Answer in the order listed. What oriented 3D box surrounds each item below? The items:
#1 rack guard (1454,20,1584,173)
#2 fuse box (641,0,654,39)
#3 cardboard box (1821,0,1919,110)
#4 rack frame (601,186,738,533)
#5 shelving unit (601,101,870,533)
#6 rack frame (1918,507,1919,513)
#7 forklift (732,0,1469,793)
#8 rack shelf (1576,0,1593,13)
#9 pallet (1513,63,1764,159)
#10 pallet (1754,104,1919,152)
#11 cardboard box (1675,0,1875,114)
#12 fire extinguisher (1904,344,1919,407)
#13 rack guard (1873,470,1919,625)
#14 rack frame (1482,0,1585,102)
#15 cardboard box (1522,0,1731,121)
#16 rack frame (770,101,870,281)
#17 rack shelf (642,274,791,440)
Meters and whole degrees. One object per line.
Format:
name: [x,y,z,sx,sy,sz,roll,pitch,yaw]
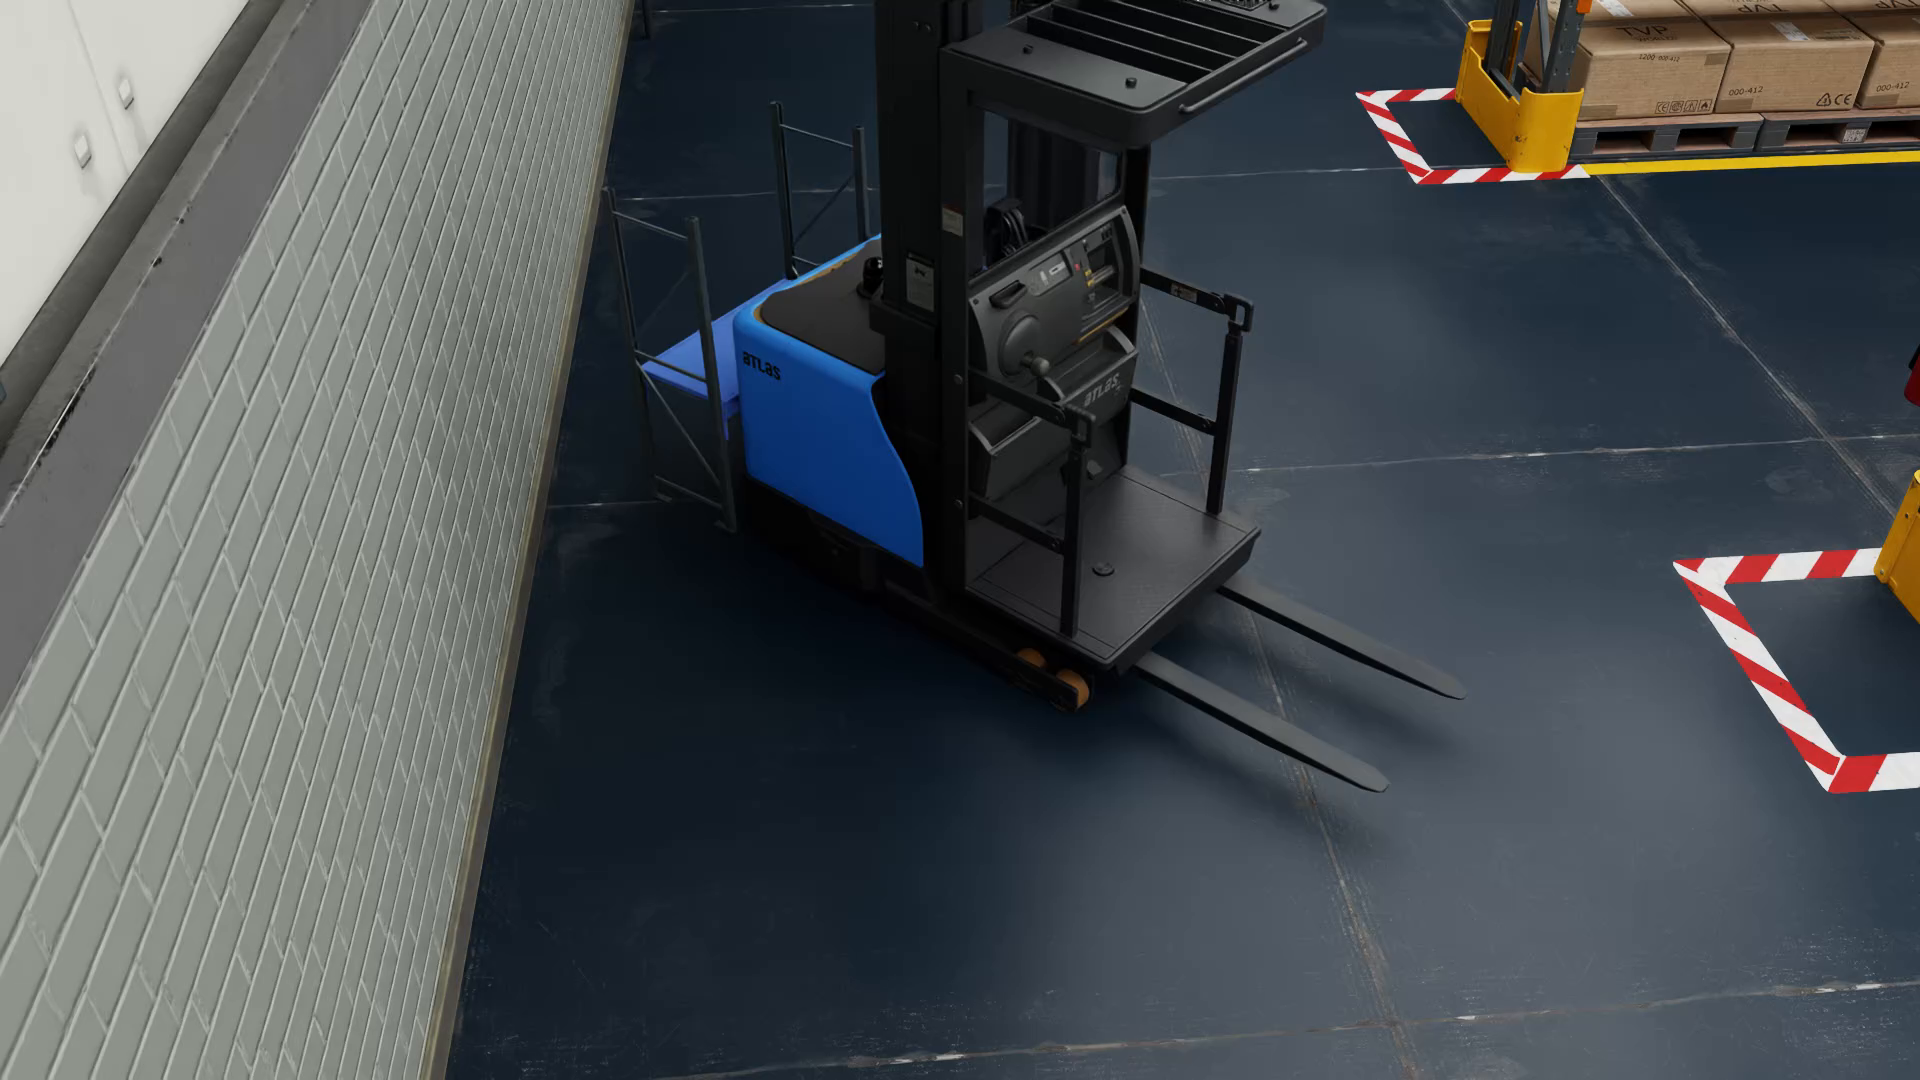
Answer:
rack guard: [3.466,-2.782,10.372,0.348,0.500,1.175,-3,38,-4]
fuse box: [-2.165,-4.239,11.241,0.414,1.711,0.539,-3,38,-4]
cardboard box: [5.948,-3.125,10.519,0.875,0.438,0.875,-4,38,-5]
rack frame: [-1.200,-0.718,6.939,0.500,1.500,0.032,23,44,28]
shelving unit: [-0.901,-0.973,7.262,0.538,1.500,1.048,23,44,28]
rack frame: [4.029,-0.716,5.736,0.127,3.000,1.000,-3,38,-4]
forklift: [0.520,-0.858,5.971,3.031,2.935,1.130,27,46,30]
rack shelf: [5.482,-3.592,9.961,4.000,0.370,1.077,-3,38,-4]
pallet: [4.279,-2.762,10.580,1.213,0.211,1.003,-3,38,-4]
pallet: [5.492,-2.827,10.662,1.213,0.211,1.003,-3,38,-4]
cardboard box: [5.049,-3.077,10.457,0.875,0.438,0.875,-2,38,-3]
fire extinguisher: [3.737,-0.810,6.218,0.183,0.674,0.296,-3,38,-4]
rack guard: [4.105,0.261,6.515,0.348,0.500,1.175,-3,38,-4]
rack frame: [3.490,-3.764,9.599,0.127,3.000,1.000,-3,38,-4]
cardboard box: [4.138,-3.021,10.387,0.875,0.438,0.875,-4,38,-6]
rack frame: [-0.602,-1.227,7.585,0.500,1.500,0.032,23,44,28]
rack shelf: [-0.898,-0.830,7.372,0.538,0.185,1.000,23,44,28]
